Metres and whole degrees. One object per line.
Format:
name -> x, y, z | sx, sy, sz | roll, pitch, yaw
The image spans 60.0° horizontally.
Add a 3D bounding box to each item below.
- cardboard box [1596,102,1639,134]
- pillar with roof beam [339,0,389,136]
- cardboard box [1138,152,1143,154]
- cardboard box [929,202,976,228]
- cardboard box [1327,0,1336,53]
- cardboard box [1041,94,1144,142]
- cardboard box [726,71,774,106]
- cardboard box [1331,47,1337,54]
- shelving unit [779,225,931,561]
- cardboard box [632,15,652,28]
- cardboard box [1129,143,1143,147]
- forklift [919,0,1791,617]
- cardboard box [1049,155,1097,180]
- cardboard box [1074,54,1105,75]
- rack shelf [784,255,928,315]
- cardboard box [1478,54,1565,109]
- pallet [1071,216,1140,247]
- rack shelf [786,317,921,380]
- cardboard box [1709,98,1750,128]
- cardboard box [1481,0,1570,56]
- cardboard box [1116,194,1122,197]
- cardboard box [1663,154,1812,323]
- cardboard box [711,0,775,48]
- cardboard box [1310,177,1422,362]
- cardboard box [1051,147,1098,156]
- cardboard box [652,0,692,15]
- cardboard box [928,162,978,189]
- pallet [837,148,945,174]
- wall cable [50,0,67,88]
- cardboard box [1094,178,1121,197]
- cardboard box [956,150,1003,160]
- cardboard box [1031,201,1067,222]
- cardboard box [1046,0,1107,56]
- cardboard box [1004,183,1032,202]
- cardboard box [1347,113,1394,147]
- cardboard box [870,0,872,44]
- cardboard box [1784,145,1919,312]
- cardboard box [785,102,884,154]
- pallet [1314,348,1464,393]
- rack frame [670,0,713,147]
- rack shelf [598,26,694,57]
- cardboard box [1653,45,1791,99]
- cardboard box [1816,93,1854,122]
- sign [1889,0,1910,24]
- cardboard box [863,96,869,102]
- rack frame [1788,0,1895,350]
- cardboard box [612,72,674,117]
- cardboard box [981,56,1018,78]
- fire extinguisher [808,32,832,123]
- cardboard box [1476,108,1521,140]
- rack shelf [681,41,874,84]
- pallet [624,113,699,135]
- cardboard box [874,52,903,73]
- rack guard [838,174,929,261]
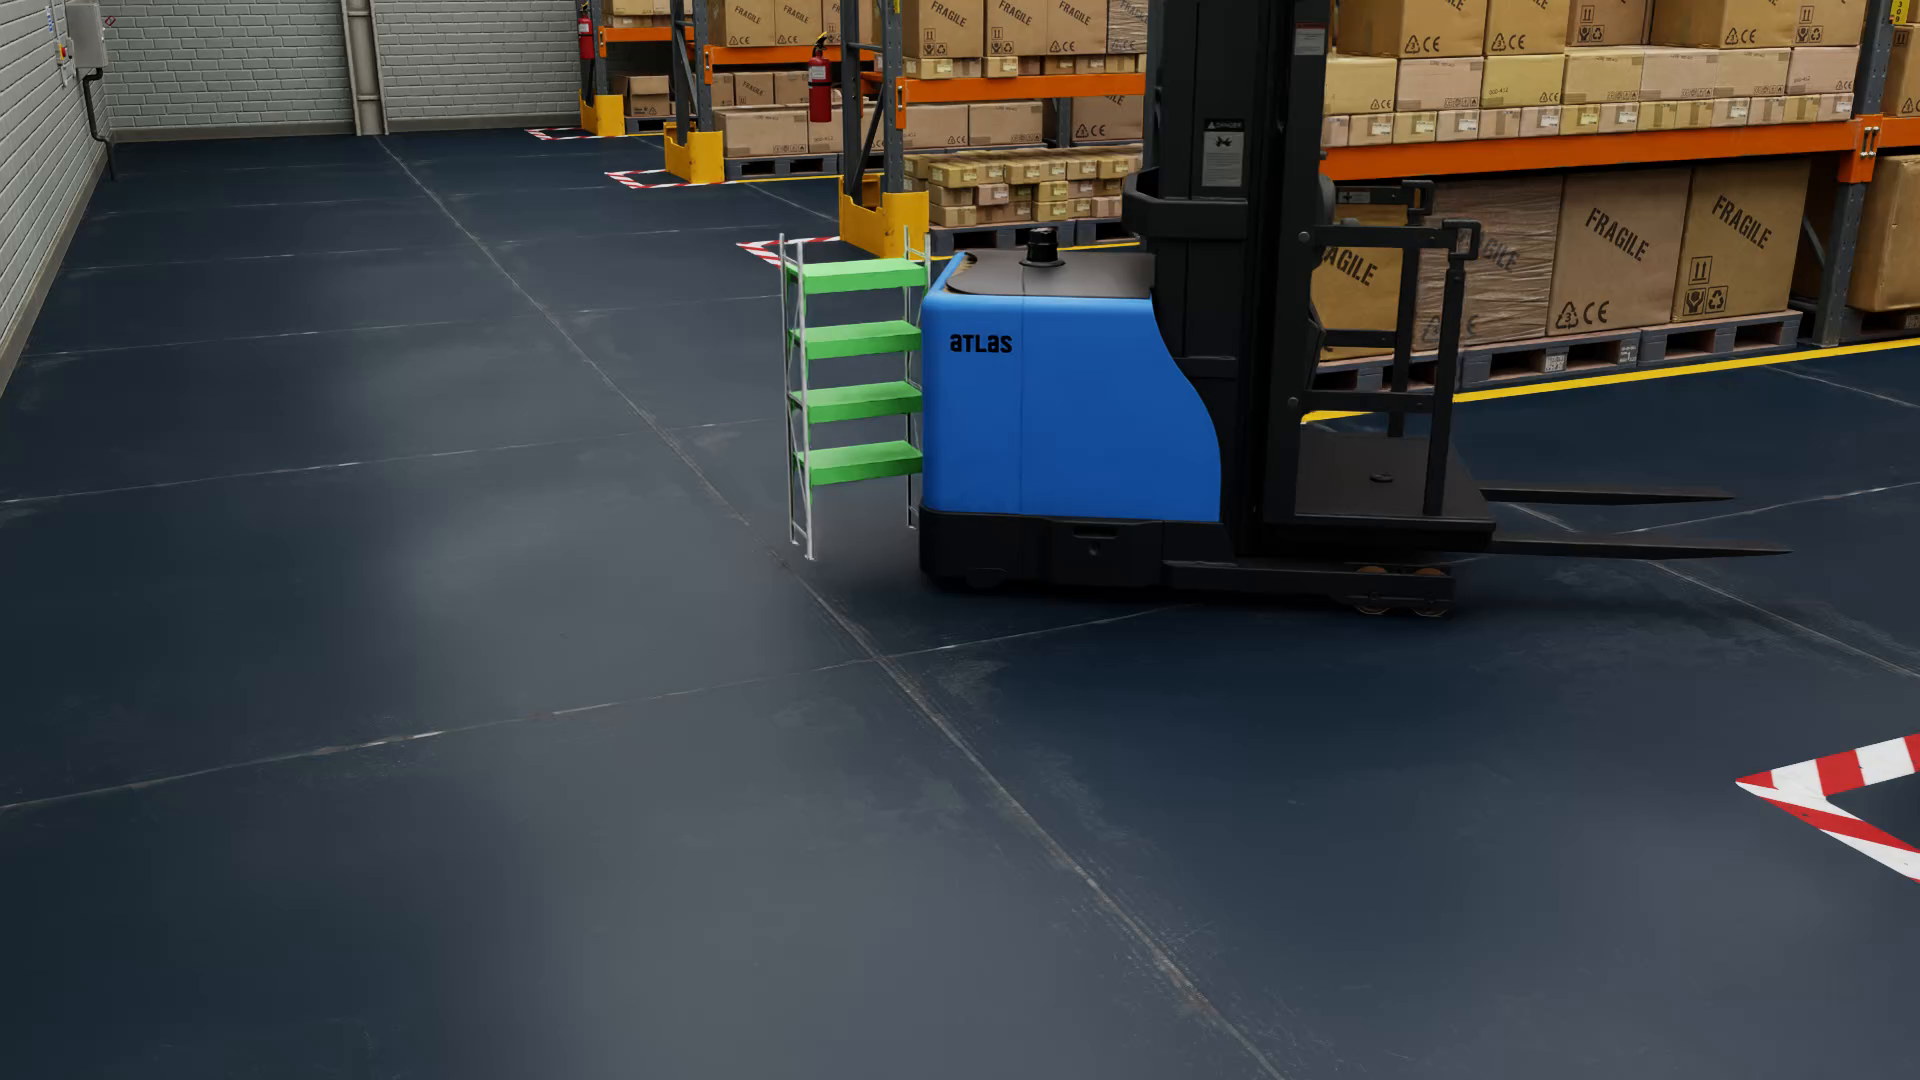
cardboard box -> 3.310, -2.222, 8.695 | 0.250, 0.149, 0.380 | -8, 21, -21
pillar with roof beam -> -5.821, -8.129, 16.060 | 0.400, 9.000, 9.100 | -8, 21, -22
cardboard box -> 1.610, -3.023, 13.354 | 0.250, 0.149, 0.380 | -9, 21, -24
cardboard box -> -0.063, -2.507, 12.786 | 0.250, 0.149, 0.380 | -8, 21, -21
cardboard box -> 1.545, -2.724, 8.391 | 0.500, 0.500, 0.500 | -8, 21, -21
cardboard box -> 1.486, -5.007, 18.792 | 0.875, 0.875, 0.875 | -7, 21, -20
cardboard box -> -2.769, -5.902, 21.900 | 0.500, 0.500, 0.500 | -8, 21, -21
cardboard box -> 2.007, -2.437, 8.706 | 0.500, 0.250, 0.500 | -9, 21, -23
shelving unit -> -0.386, -0.555, 6.291 | 0.503, 1.200, 0.258 | -8, 21, -21
cardboard box -> -4.068, -6.581, 21.073 | 0.250, 0.149, 0.380 | -8, 21, -21
cardboard box -> 1.618, -3.244, 13.984 | 0.250, 0.149, 0.380 | -8, 21, -21
forklift -> 1.407, -1.302, 5.806 | 3.031, 2.935, 1.130 | 2, 20, 6
cardboard box -> 0.886, -2.940, 13.121 | 0.250, 0.149, 0.380 | -7, 21, -20
cardboard box -> 0.923, -3.700, 12.891 | 0.250, 0.149, 0.380 | -9, 21, -23
rack shelf -> -0.386, -0.947, 6.153 | 0.480, 0.148, 0.258 | -8, 21, -21
cardboard box -> 2.686, -2.342, 8.436 | 0.500, 0.250, 0.500 | -9, 21, -24
pallet -> 1.278, -2.633, 13.681 | 1.213, 0.211, 1.003 | -8, 21, -22
rack shelf -> -0.386, -0.721, 6.233 | 0.480, 0.148, 0.258 | -8, 21, -21
cardboard box -> 4.016, -2.323, 8.981 | 0.250, 0.149, 0.380 | -8, 21, -21
cardboard box -> 2.681, -2.697, 8.313 | 0.500, 0.500, 0.500 | -9, 21, -23
cardboard box -> 1.352, -2.715, 13.376 | 0.250, 0.149, 0.380 | -8, 21, -22
cardboard box -> 4.236, -1.816, 9.731 | 0.875, 0.875, 0.875 | -8, 21, -22
cardboard box -> -2.170, -5.201, 16.628 | 0.500, 0.500, 0.500 | -8, 21, -22
cardboard box -> 1.757, -1.461, 8.722 | 0.875, 0.875, 0.875 | -8, 21, -22
cardboard box -> 0.930, -3.120, 13.630 | 0.250, 0.149, 0.380 | -9, 21, -24
cardboard box -> -3.707, -6.805, 21.111 | 0.500, 0.250, 0.500 | -8, 21, -21
cardboard box -> -0.055, -2.782, 12.671 | 0.250, 0.149, 0.380 | -9, 21, -24
pallet -> -0.902, -4.152, 17.995 | 1.213, 0.211, 1.003 | -8, 21, -22
wall cable -> -7.892, -4.924, 14.413 | 0.123, 1.953, 0.585 | -8, 21, -22
cardboard box -> 1.093, -2.858, 13.334 | 0.250, 0.149, 0.380 | -7, 21, -19
cardboard box -> 0.156, -3.052, 13.437 | 0.250, 0.149, 0.380 | -9, 21, -23
cardboard box -> 0.649, -2.602, 13.054 | 0.250, 0.149, 0.380 | -8, 21, -21
cardboard box -> 0.787, -3.984, 12.721 | 0.500, 0.500, 0.500 | -8, 21, -21
cardboard box -> 0.376, -2.745, 13.013 | 0.250, 0.149, 0.380 | -8, 21, -21
cardboard box -> 1.893, -2.018, 8.116 | 0.250, 0.149, 0.380 | -8, 21, -23
cardboard box -> -0.789, -5.409, 17.217 | 0.500, 0.500, 0.500 | -7, 21, -20
cardboard box -> 5.454, -1.969, 10.165 | 0.875, 0.875, 1.225 | -8, 21, -22
cardboard box -> -1.321, -4.409, 17.752 | 0.875, 0.438, 0.875 | -8, 21, -20
pallet -> 1.904, -0.970, 8.960 | 1.213, 0.211, 1.003 | -8, 21, -22
rack frame -> -2.724, -5.179, 16.714 | 0.127, 3.000, 1.000 | -8, 21, -22
rack shelf -> -2.857, -6.616, 21.878 | 4.000, 0.370, 1.077 | -8, 21, -22
cardboard box -> 4.098, -2.545, 9.013 | 0.500, 0.250, 0.500 | -7, 21, -20
cardboard box -> 4.724, -2.424, 9.269 | 0.250, 0.149, 0.380 | -8, 21, -22
sign -> 5.095, -2.960, 8.988 | 0.005, 0.325, 0.100 | -8, 21, -22
cardboard box -> -1.416, -5.909, 22.447 | 0.250, 0.149, 0.380 | -9, 21, -24
rack frame -> 4.874, -2.683, 9.625 | 0.127, 3.000, 1.000 | -8, 21, -22
cardboard box -> -4.094, -5.764, 21.502 | 0.637, 0.503, 0.797 | -9, 21, -24
cardboard box -> 0.242, -3.572, 12.528 | 0.250, 0.149, 0.380 | -9, 21, -23
fire extinguisher -> -1.085, -3.578, 12.845 | 0.183, 0.674, 0.296 | -8, 21, -22
cardboard box -> 2.601, -2.120, 8.405 | 0.250, 0.149, 0.380 | -9, 21, -23
rack shelf -> -0.888, -5.102, 17.580 | 4.000, 0.370, 1.077 | -8, 21, -22
pallet -> -3.892, -5.492, 21.801 | 1.213, 0.211, 1.003 | -8, 21, -22
cardboard box -> -0.483, -3.693, 12.873 | 0.250, 0.149, 0.380 | -8, 21, -22
rack guard -> -0.601, -2.513, 12.908 | 0.348, 0.500, 1.175 | -8, 21, -22
